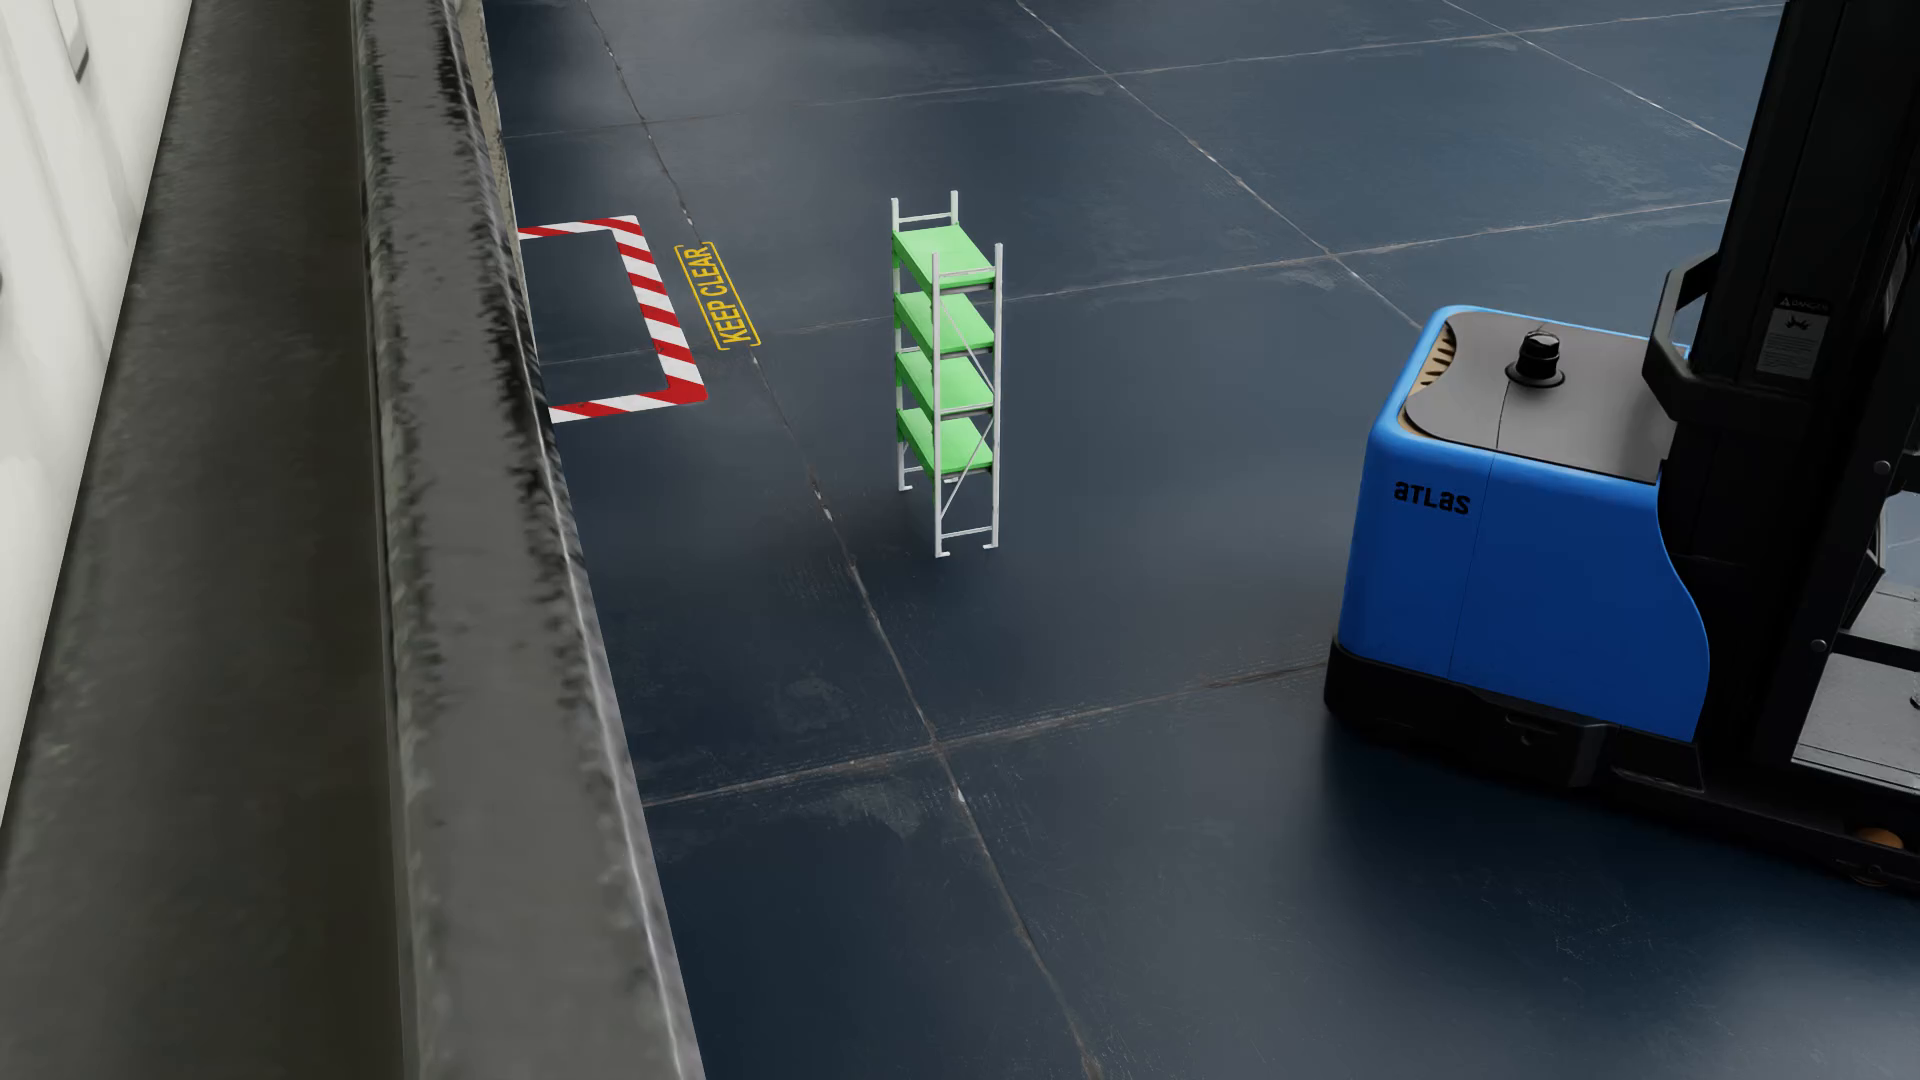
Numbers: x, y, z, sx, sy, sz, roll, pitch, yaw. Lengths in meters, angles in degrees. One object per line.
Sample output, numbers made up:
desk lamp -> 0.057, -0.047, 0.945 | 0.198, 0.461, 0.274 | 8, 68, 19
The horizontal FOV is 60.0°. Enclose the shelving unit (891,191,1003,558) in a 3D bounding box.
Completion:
shelving unit -> -0.050, -0.587, 6.004 | 0.258, 1.200, 0.503 | -10, 35, -15

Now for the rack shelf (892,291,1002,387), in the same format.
rack shelf -> -0.050, -0.734, 5.907 | 0.258, 0.148, 0.480 | -10, 35, -15

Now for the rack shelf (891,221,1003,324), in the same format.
rack shelf -> -0.050, -0.935, 5.775 | 0.258, 0.148, 0.480 | -10, 35, -15

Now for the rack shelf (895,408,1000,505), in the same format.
rack shelf -> -0.050, -0.334, 6.172 | 0.258, 0.148, 0.480 | -10, 35, -15

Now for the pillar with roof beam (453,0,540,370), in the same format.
pillar with roof beam -> 2.897, -3.635, 3.543 | 9.100, 9.000, 0.400 | -10, 35, -15

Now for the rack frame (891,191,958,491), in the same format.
rack frame -> -0.125, -0.716, 6.198 | 0.240, 1.200, 0.015 | -10, 35, -15

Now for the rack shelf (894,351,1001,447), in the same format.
rack shelf -> -0.050, -0.534, 6.039 | 0.258, 0.148, 0.480 | -10, 35, -15

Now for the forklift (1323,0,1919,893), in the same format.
forklift -> 2.719, -0.531, 4.348 | 3.031, 2.935, 1.130 | 14, 36, 21

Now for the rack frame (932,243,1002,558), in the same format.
rack frame -> 0.024, -0.459, 5.810 | 0.240, 1.200, 0.015 | -10, 35, -15
